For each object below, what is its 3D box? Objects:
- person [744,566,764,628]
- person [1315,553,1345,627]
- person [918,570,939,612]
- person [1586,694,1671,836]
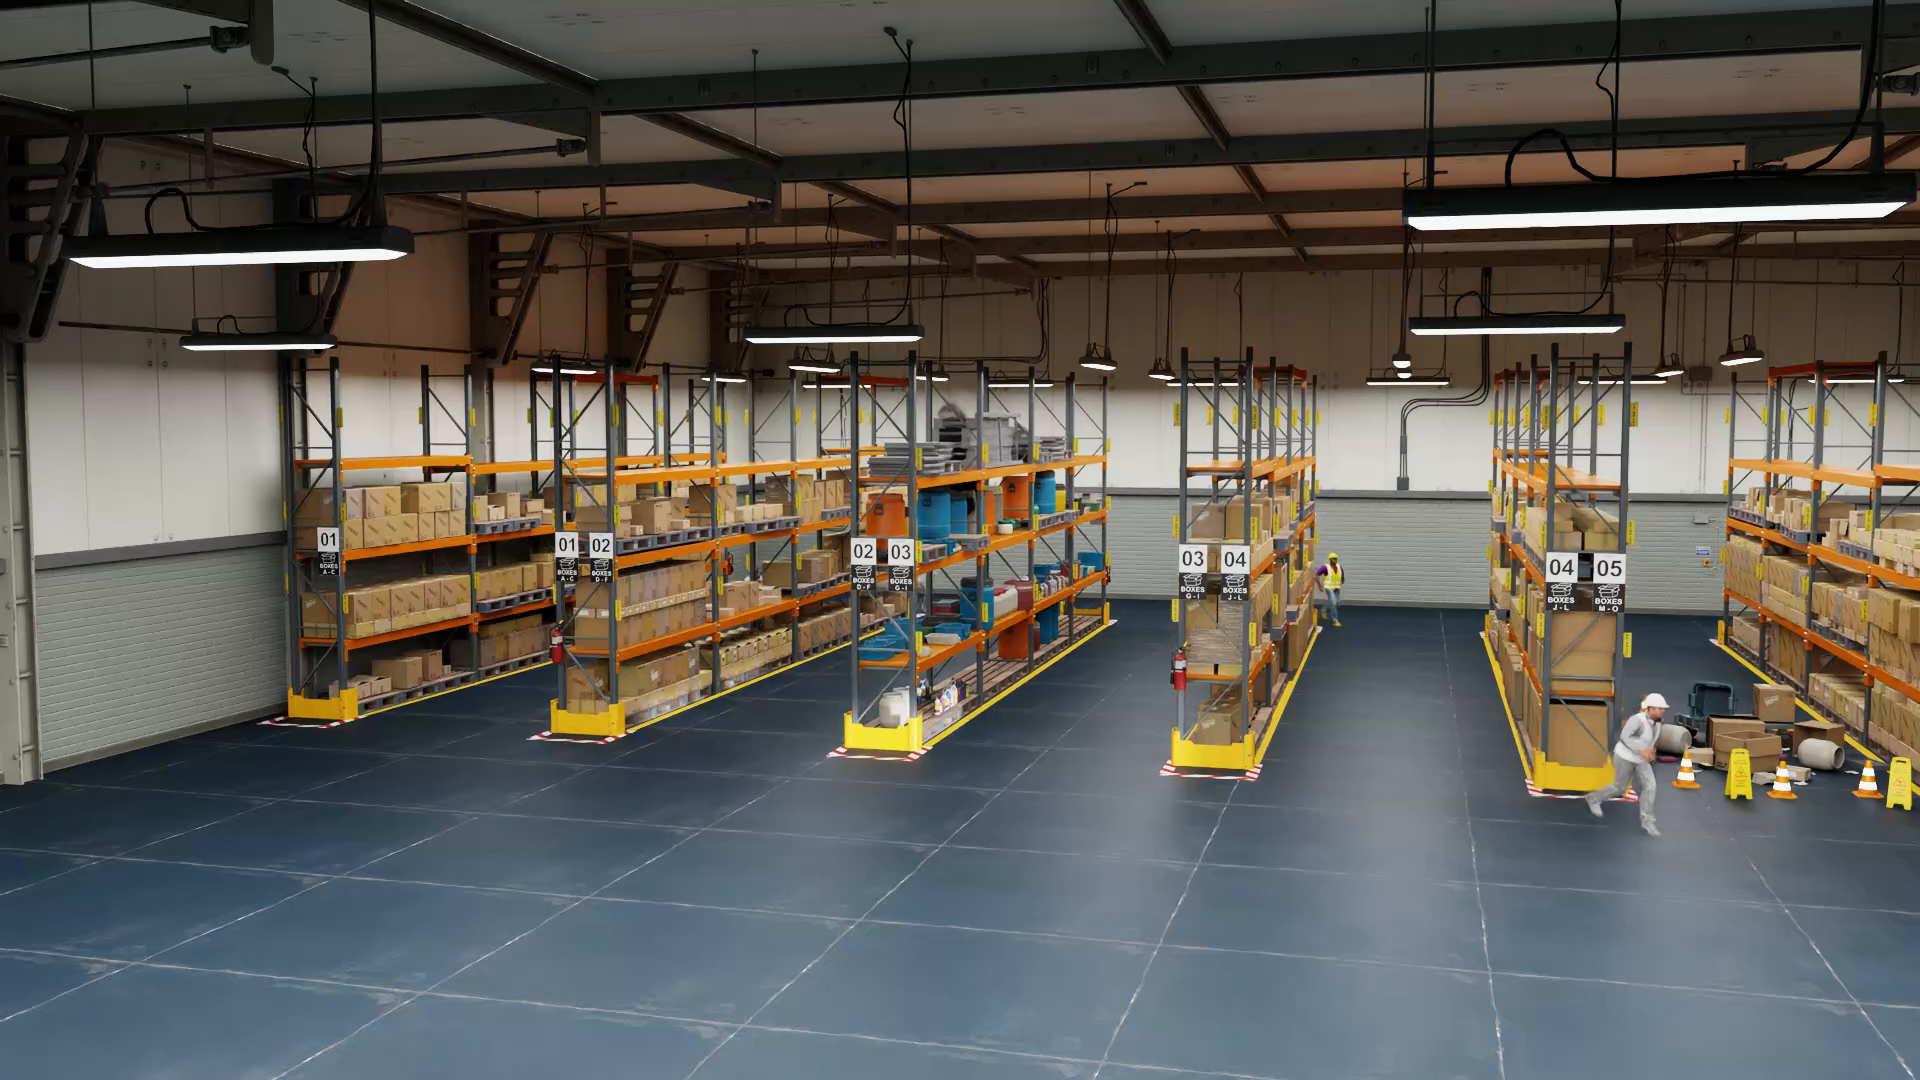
[{"bbox_3d":[-4.675,1.367,38.214,0.558,1.623,0.868,1,4,15],"label":"person"},{"bbox_3d":[8.981,1.188,40.163,0.740,1.761,0.880,-2,5,-23],"label":"person"},{"bbox_3d":[-0.852,1.055,42.726,0.588,1.650,0.672,3,5,35],"label":"person"},{"bbox_3d":[8.151,2.685,20.293,0.695,1.731,1.044,-3,5,-38],"label":"person"}]
